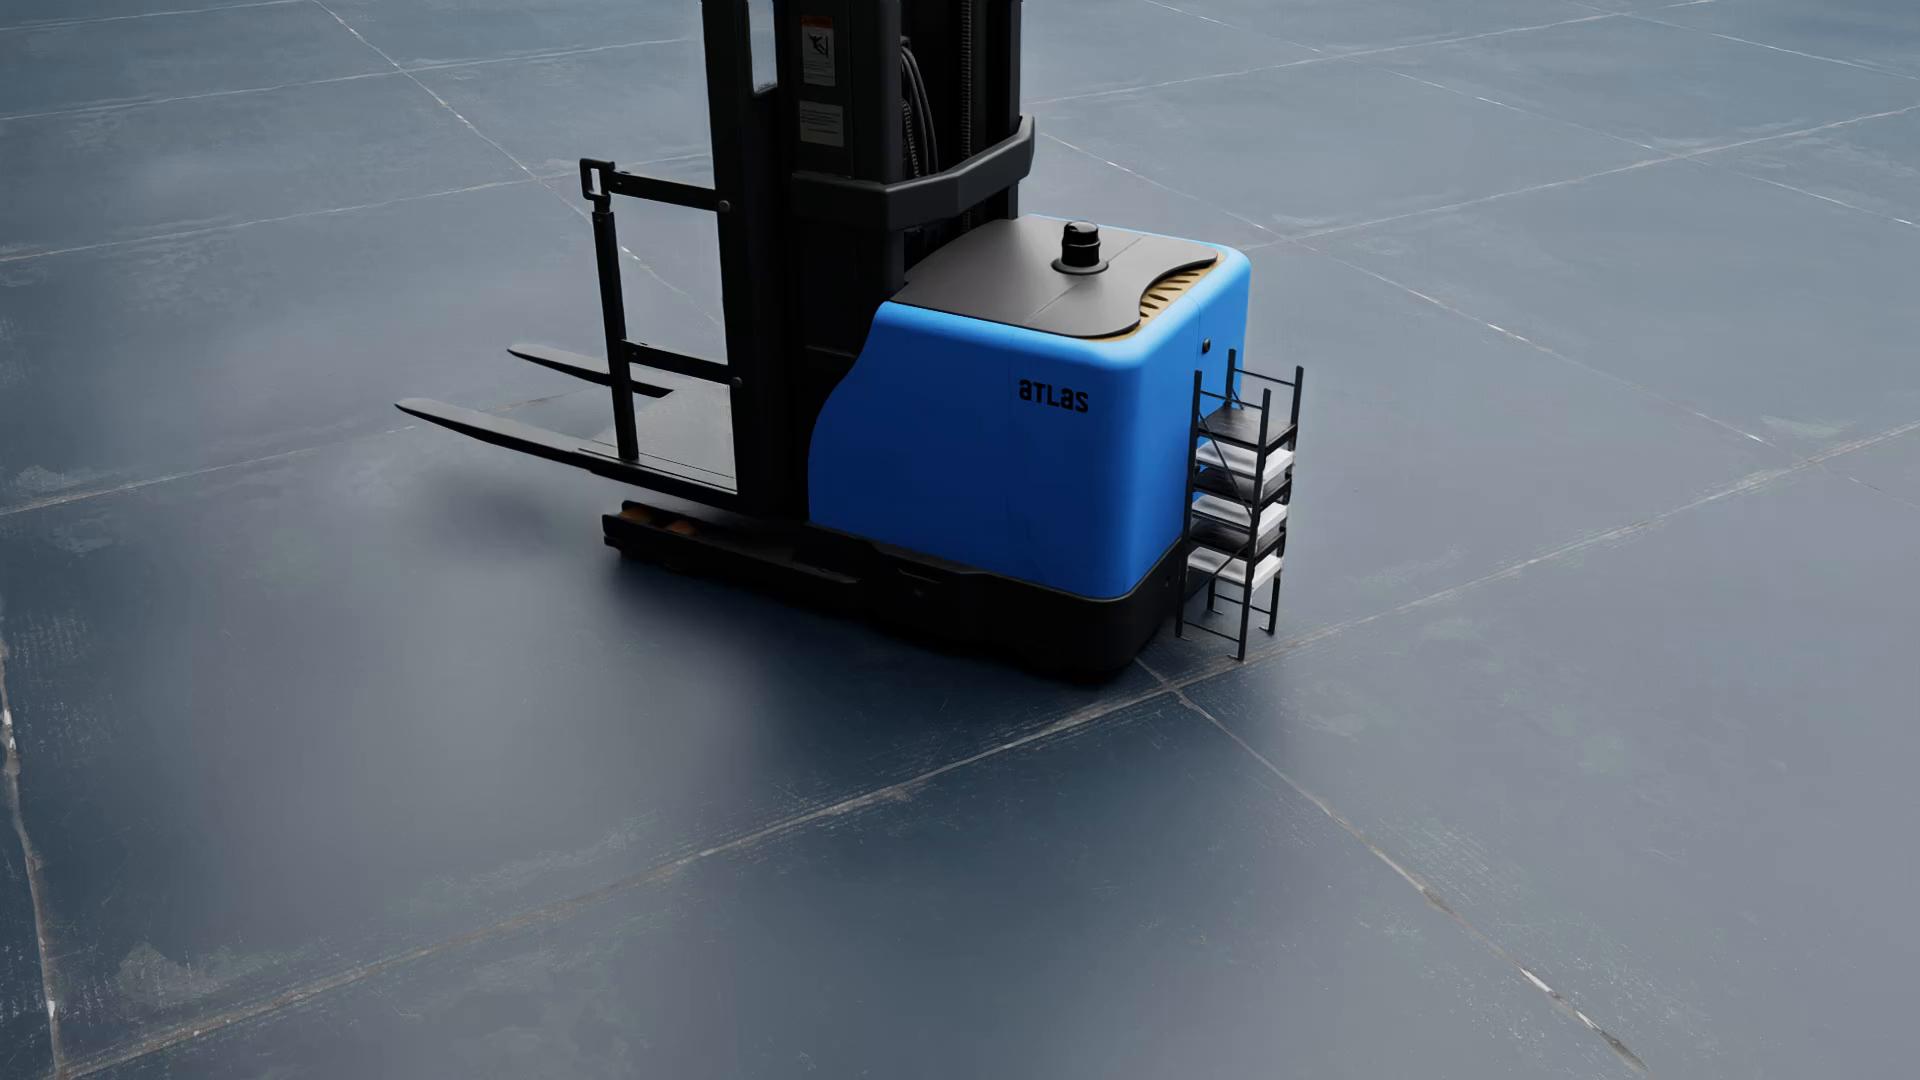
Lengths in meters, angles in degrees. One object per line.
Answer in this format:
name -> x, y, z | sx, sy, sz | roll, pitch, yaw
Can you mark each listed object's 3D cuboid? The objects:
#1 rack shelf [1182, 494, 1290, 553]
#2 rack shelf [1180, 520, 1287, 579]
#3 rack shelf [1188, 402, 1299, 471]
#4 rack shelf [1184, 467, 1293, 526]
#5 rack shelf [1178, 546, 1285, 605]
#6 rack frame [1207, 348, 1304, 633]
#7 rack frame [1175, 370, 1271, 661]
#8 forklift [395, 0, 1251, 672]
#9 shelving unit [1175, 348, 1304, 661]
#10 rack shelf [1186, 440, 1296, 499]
rack shelf -> 0.832, -0.069, 5.012 | 0.258, 0.077, 0.200 | 20, 34, 31
rack shelf -> 0.831, 0.010, 5.056 | 0.258, 0.077, 0.200 | 20, 34, 31
rack shelf -> 0.832, -0.306, 4.882 | 0.258, 0.077, 0.200 | 20, 34, 31
rack shelf -> 0.832, -0.148, 4.969 | 0.258, 0.077, 0.200 | 20, 34, 31
rack shelf -> 0.831, 0.089, 5.099 | 0.258, 0.077, 0.200 | 20, 34, 31
rack frame -> 0.892, -0.138, 5.068 | 0.240, 0.900, 0.006 | 20, 34, 31
rack frame -> 0.771, -0.059, 4.924 | 0.240, 0.900, 0.006 | 20, 34, 31
forklift -> -0.625, -1.388, 5.231 | 3.031, 2.935, 1.130 | 15, 32, 25
shelving unit -> 0.832, -0.098, 4.996 | 0.258, 0.900, 0.210 | 20, 34, 31
rack shelf -> 0.832, -0.227, 4.926 | 0.258, 0.077, 0.200 | 20, 34, 31
